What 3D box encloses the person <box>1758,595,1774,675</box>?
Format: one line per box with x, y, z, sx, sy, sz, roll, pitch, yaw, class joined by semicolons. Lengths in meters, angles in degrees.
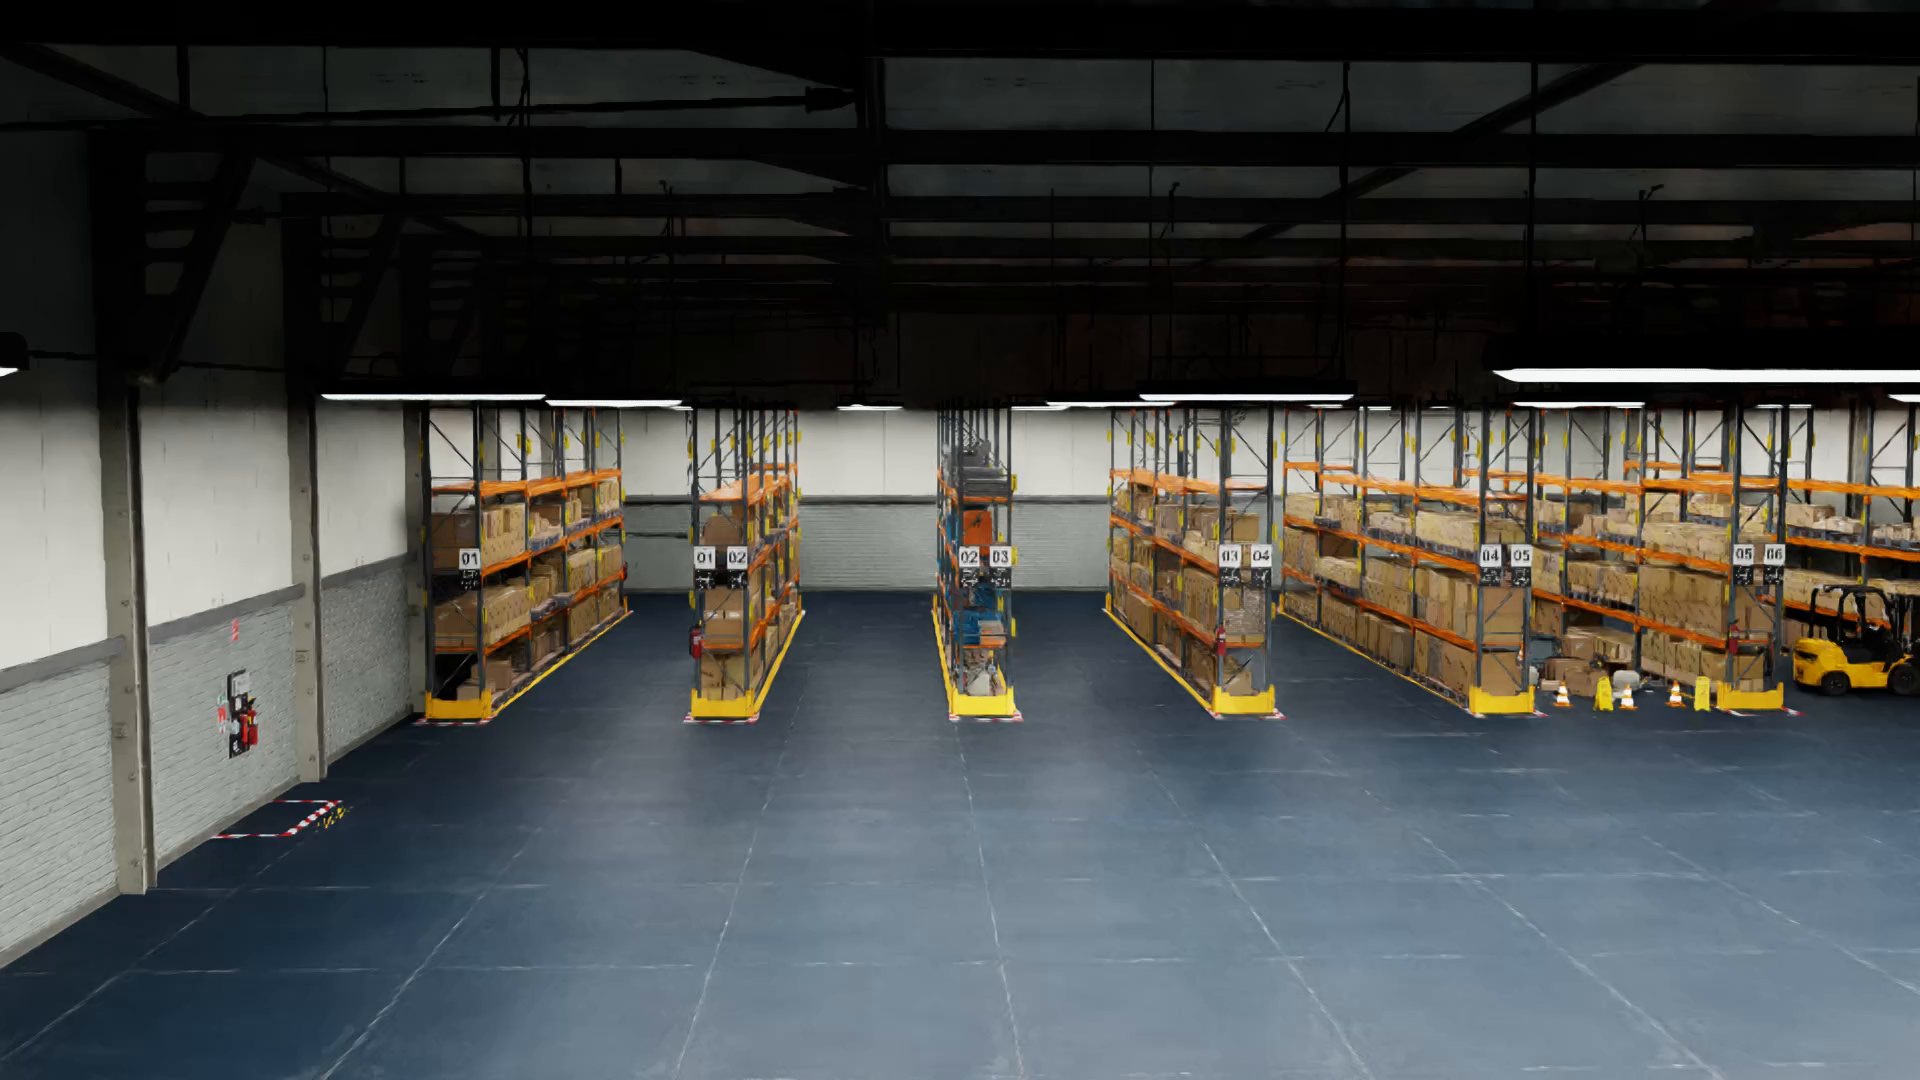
17.535;2.052;36.270;0.555;1.722;0.615;2;5;27;person

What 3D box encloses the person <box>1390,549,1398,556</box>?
13.444;0.947;51.170;0.682;1.656;0.489;-3;5;-31;person

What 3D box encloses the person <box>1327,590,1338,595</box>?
10.930;1.076;48.931;0.433;1.720;0.658;-3;5;-33;person
